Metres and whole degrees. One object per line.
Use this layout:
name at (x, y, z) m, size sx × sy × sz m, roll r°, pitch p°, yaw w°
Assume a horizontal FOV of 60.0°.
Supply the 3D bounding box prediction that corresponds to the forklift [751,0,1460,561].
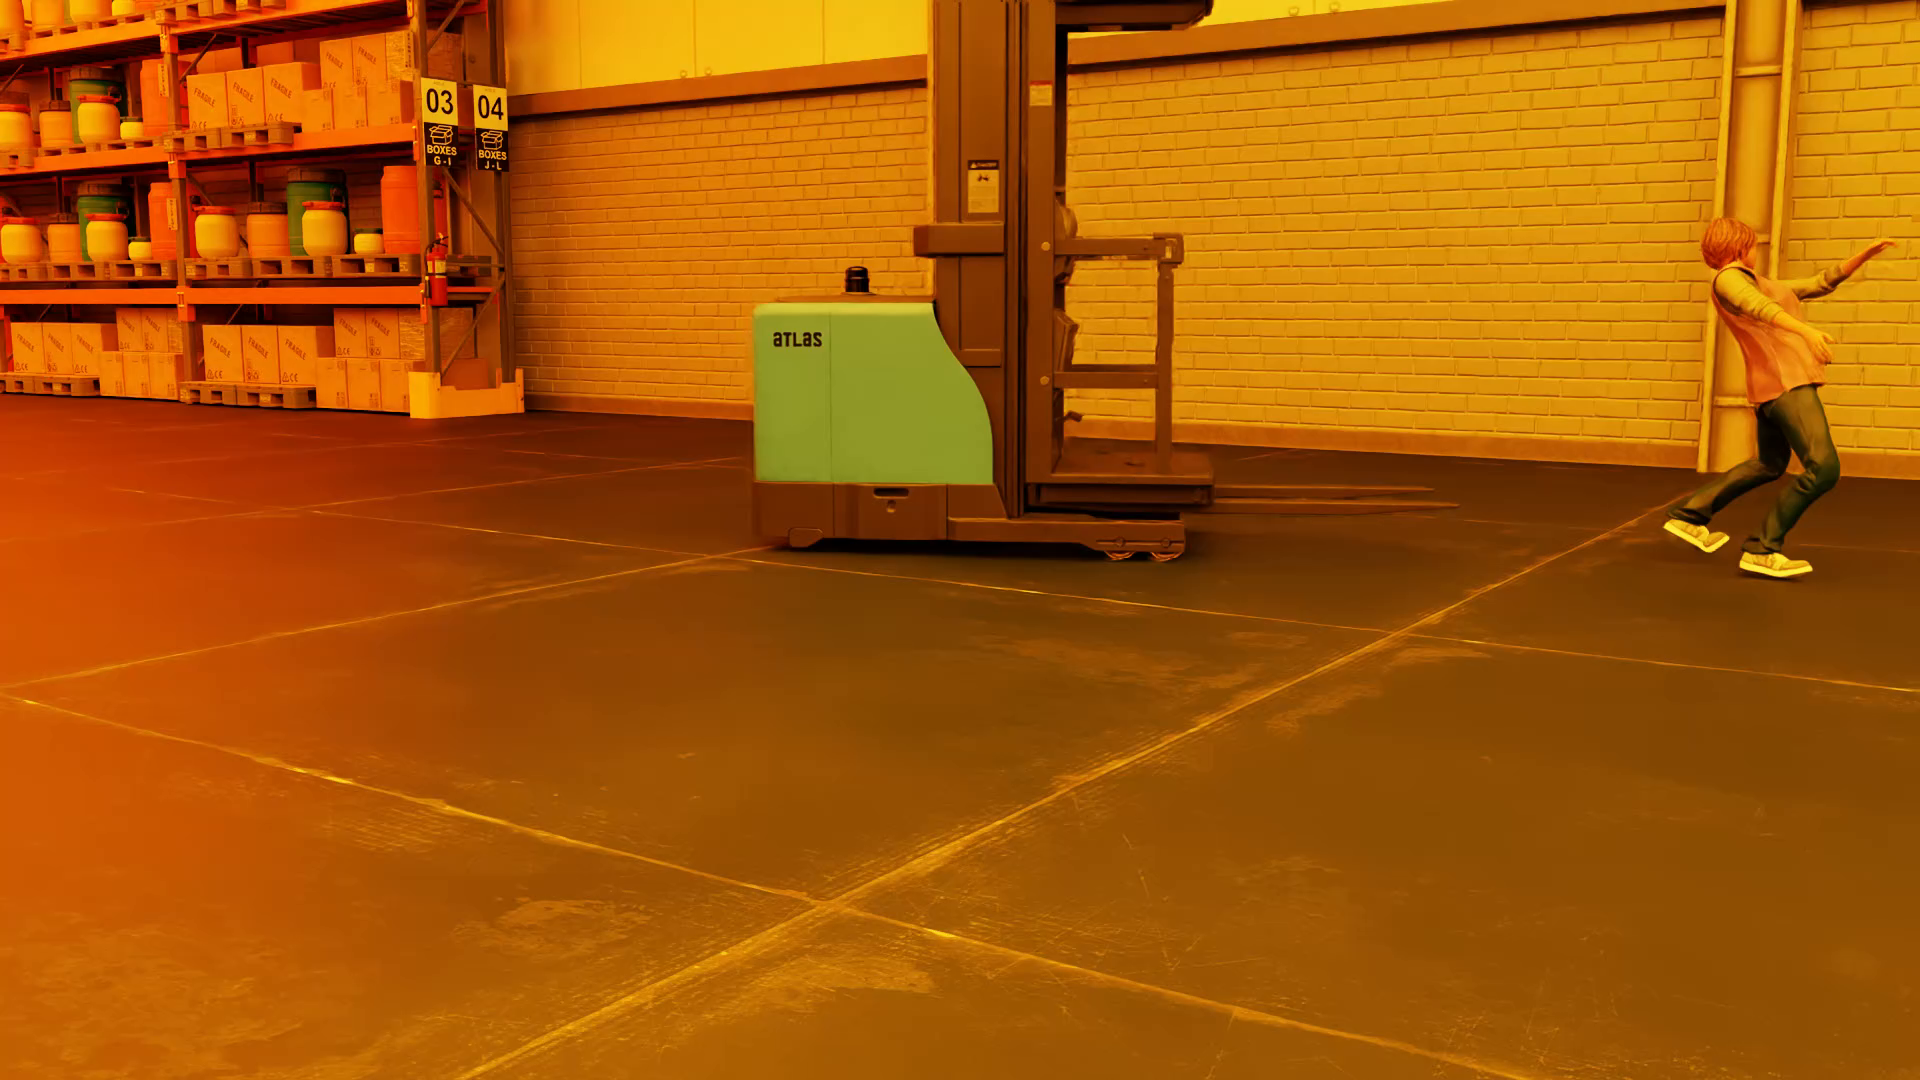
forklift at (0.644, -1.443, 7.341) m, size 3.031 × 2.935 × 1.130 m, roll 1°, pitch 8°, yaw 6°

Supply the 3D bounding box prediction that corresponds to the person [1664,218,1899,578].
person at (3.218, -0.556, 6.496) m, size 0.739 × 1.399 × 0.855 m, roll 3°, pitch 8°, yaw 17°
